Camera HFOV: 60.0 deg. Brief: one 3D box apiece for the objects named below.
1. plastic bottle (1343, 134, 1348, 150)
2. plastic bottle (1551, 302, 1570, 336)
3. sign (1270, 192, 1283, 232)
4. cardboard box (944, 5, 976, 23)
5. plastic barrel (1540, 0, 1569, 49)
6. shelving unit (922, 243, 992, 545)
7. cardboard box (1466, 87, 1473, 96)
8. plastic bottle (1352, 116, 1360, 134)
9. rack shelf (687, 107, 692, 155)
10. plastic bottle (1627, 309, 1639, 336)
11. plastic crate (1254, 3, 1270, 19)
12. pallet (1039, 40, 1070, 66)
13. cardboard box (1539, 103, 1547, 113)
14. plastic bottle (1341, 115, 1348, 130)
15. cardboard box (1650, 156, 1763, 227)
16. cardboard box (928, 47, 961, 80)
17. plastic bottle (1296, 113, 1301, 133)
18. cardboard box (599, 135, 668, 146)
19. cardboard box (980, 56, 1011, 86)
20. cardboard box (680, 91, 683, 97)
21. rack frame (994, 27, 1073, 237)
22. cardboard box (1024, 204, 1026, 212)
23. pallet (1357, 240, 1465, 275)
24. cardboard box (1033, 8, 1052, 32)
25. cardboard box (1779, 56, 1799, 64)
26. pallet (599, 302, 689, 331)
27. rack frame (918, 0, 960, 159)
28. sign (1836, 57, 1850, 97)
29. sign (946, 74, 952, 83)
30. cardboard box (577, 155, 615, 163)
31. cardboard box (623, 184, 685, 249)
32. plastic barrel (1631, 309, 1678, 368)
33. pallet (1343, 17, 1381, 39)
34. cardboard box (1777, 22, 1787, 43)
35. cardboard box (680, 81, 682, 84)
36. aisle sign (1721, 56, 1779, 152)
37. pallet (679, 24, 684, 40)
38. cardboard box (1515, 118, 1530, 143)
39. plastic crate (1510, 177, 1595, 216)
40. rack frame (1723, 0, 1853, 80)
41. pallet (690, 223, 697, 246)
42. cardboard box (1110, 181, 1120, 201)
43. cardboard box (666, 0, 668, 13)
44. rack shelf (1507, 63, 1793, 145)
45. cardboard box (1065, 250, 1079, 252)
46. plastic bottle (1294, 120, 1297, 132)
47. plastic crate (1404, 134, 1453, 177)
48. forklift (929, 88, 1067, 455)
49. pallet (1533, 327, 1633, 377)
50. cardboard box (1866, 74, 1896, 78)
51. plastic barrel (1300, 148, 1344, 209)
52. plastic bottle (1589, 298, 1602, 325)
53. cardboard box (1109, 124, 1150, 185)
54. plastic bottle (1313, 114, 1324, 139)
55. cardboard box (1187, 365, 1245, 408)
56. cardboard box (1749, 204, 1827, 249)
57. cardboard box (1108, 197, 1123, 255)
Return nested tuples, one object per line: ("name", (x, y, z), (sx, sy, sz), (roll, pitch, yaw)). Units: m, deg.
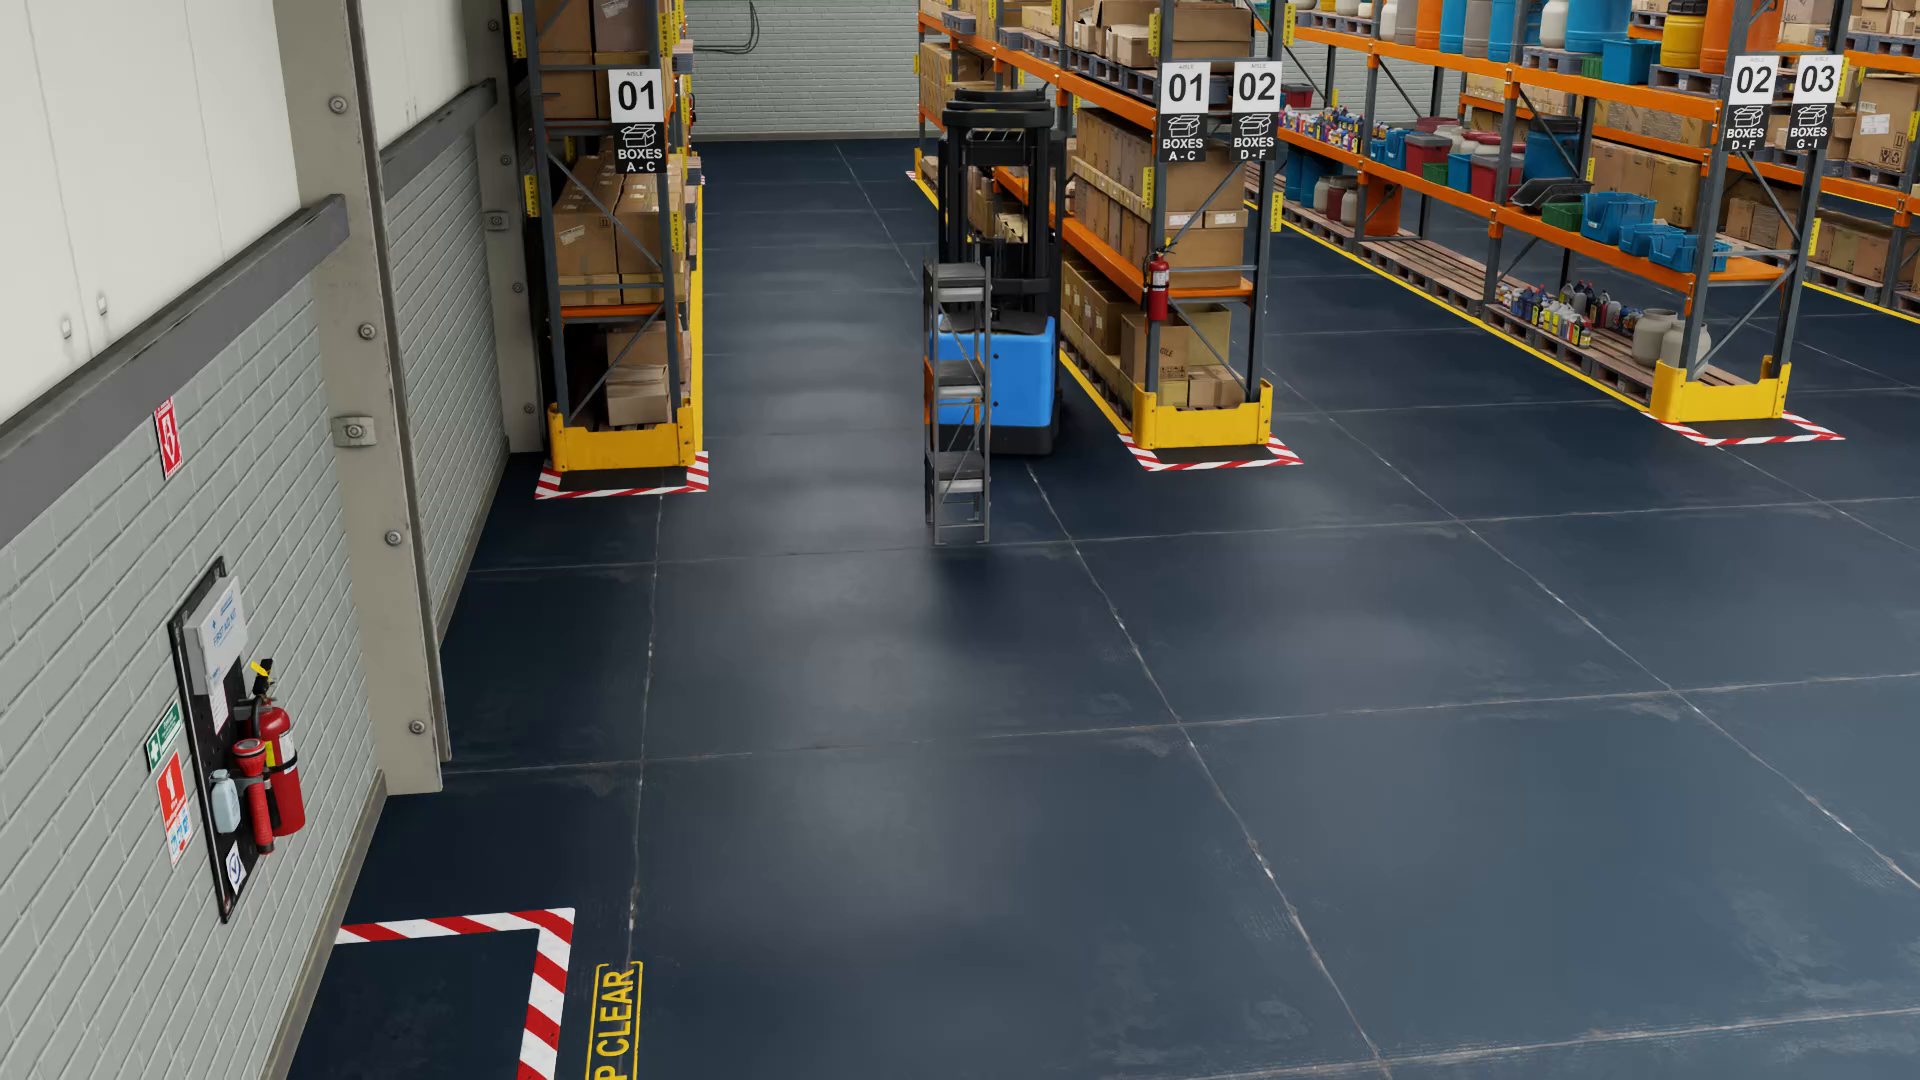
("plastic bottle", (5.322, -5.479, 22.883), (0.097, 0.201, 0.097), (0, 20, 0))
("plastic bottle", (6.246, -2.302, 17.250), (0.144, 0.351, 0.185), (-2, 21, -6))
("sign", (2.649, -2.749, 13.940), (0.100, 0.325, 0.005), (-3, 21, -8))
("cardboard box", (0.036, -7.925, 25.076), (0.500, 0.250, 0.500), (-3, 21, -8))
("plastic barrel", (6.292, -5.410, 17.366), (0.421, 0.512, 0.421), (0, 20, 0))
("shelving unit", (-0.024, -1.041, 12.002), (0.431, 2.100, 0.503), (-3, 21, -8))
("cardboard box", (9.321, -8.062, 29.872), (0.380, 0.149, 0.250), (-3, 21, -7))
("plastic bottle", (5.826, -6.078, 24.379), (0.152, 0.276, 0.135), (-3, 21, -8))
("rack shelf", (-4.821, -6.540, 26.467), (1.077, 0.370, 4.000), (-3, 21, -8))
("plastic bottle", (6.984, -2.254, 17.235), (0.097, 0.271, 0.097), (0, 20, 0))
("plastic crate", (4.824, -8.310, 26.131), (0.416, 0.233, 0.300), (-3, 21, -8))
("pallet", (1.382, -5.286, 18.068), (0.805, 0.209, 1.217), (-4, 21, -10))
("cardboard box", (9.730, -7.083, 27.253), (0.380, 0.149, 0.250), (-3, 21, -9))
("plastic bottle", (5.672, -6.143, 24.561), (0.097, 0.271, 0.097), (0, 20, 0))
("cardboard box", (10.670, -4.990, 23.727), (1.225, 0.875, 0.875), (-4, 21, -10))
("cardboard box", (-0.254, -7.815, 27.280), (0.500, 0.500, 0.500), (-3, 21, -7))
("plastic bottle", (5.030, -6.173, 24.625), (0.061, 0.283, 0.133), (-3, 21, -8))
("cardboard box", (-3.618, -4.266, 18.578), (0.700, 0.500, 0.500), (0, 20, 0))
("cardboard box", (0.580, -7.128, 25.442), (0.500, 0.500, 0.500), (-2, 21, -6))
("cardboard box", (-3.770, -5.527, 21.058), (0.500, 0.250, 0.500), (-2, 21, -6))
("rack frame", (0.946, -5.051, 21.452), (1.000, 3.000, 0.127), (-3, 21, -8))
("cardboard box", (1.082, -4.439, 22.757), (0.500, 0.500, 0.500), (-4, 21, -10))
("pallet", (5.921, -3.723, 21.882), (1.003, 0.211, 1.213), (-3, 21, -8))
("cardboard box", (1.160, -6.247, 19.983), (0.500, 0.250, 0.500), (-2, 21, -6))
("cardboard box", (14.530, -8.488, 28.658), (0.500, 0.500, 0.500), (-4, 21, -9))
("pallet", (-3.493, -2.378, 18.281), (1.003, 0.211, 1.213), (-3, 21, -8))
("rack frame", (-0.208, -7.821, 28.868), (1.000, 3.000, 0.127), (-3, 21, -8))
("sign", (7.546, -3.965, 14.245), (0.100, 0.325, 0.005), (-3, 21, -8))
("sign", (-0.167, -6.811, 24.928), (0.100, 0.325, 0.005), (-3, 21, -8))
("cardboard box", (-3.518, -3.532, 16.499), (0.500, 0.500, 0.500), (-3, 21, -9))
("cardboard box", (-2.704, -2.851, 14.677), (0.500, 0.500, 0.500), (-4, 21, -10))
("plastic barrel", (6.758, -1.958, 16.127), (0.421, 0.512, 0.421), (0, 20, 0))
("pallet", (5.834, -6.886, 22.348), (1.003, 0.211, 1.213), (-3, 21, -8))
("cardboard box", (10.639, -6.531, 21.342), (0.500, 0.250, 0.500), (-2, 21, -6))
("cardboard box", (-4.000, -6.052, 22.464), (0.500, 0.250, 0.500), (-3, 21, -9))
("aisle sign", (6.718, -3.707, 14.139), (0.394, 0.787, 0.004), (-3, 21, -8))
("pallet", (-4.101, -6.336, 20.877), (1.213, 0.211, 1.003), (-2, 21, -5))
("cardboard box", (10.027, -6.679, 28.249), (0.875, 0.875, 0.875), (-3, 21, -8))
("plastic crate", (6.374, -3.698, 17.918), (0.767, 0.338, 0.504), (-3, 21, -8))
("rack frame", (7.001, -5.340, 13.651), (1.000, 3.000, 0.127), (-3, 21, -8))
("pallet", (-4.167, -4.191, 23.137), (1.003, 0.211, 1.213), (-3, 21, -8))
("cardboard box", (1.630, -3.291, 15.671), (0.380, 0.149, 0.250), (-3, 21, -8))
("cardboard box", (-2.725, -4.458, 13.978), (0.500, 0.500, 0.500), (-2, 21, -6))
("rack shelf", (6.713, -4.290, 16.156), (1.077, 0.370, 4.000), (-3, 21, -8))
("cardboard box", (1.099, -3.143, 18.871), (0.500, 0.311, 0.500), (-2, 21, -6))
("plastic bottle", (5.031, -6.176, 24.749), (0.097, 0.201, 0.097), (0, 20, 0))
("plastic crate", (5.778, -4.754, 20.567), (0.402, 0.464, 0.583), (-3, 21, -8))
("forklift", (0.376, -2.560, 14.882), (1.130, 2.935, 3.031), (2, 21, 5))
("pallet", (6.659, -1.950, 17.135), (1.003, 0.211, 1.213), (-3, 21, -8))
("cardboard box", (14.697, -7.347, 26.509), (0.380, 0.149, 0.250), (-2, 21, -5))
("plastic barrel", (5.435, -5.463, 24.956), (0.600, 0.901, 0.708), (-3, 21, -8))
("plastic bottle", (6.779, -2.447, 17.734), (0.061, 0.283, 0.133), (-3, 21, -8))
("cardboard box", (1.810, -3.646, 15.693), (0.700, 0.500, 0.500), (-3, 21, -8))
("plastic bottle", (5.175, -5.958, 23.951), (0.144, 0.351, 0.185), (-3, 21, -8))
("cardboard box", (2.242, -1.386, 14.971), (0.500, 0.250, 0.500), (-3, 21, -8))
("cardboard box", (10.958, -4.162, 22.016), (0.700, 0.500, 0.500), (-5, 21, -12))
("cardboard box", (1.818, -3.026, 15.887), (0.700, 0.500, 0.500), (-2, 21, -6))
